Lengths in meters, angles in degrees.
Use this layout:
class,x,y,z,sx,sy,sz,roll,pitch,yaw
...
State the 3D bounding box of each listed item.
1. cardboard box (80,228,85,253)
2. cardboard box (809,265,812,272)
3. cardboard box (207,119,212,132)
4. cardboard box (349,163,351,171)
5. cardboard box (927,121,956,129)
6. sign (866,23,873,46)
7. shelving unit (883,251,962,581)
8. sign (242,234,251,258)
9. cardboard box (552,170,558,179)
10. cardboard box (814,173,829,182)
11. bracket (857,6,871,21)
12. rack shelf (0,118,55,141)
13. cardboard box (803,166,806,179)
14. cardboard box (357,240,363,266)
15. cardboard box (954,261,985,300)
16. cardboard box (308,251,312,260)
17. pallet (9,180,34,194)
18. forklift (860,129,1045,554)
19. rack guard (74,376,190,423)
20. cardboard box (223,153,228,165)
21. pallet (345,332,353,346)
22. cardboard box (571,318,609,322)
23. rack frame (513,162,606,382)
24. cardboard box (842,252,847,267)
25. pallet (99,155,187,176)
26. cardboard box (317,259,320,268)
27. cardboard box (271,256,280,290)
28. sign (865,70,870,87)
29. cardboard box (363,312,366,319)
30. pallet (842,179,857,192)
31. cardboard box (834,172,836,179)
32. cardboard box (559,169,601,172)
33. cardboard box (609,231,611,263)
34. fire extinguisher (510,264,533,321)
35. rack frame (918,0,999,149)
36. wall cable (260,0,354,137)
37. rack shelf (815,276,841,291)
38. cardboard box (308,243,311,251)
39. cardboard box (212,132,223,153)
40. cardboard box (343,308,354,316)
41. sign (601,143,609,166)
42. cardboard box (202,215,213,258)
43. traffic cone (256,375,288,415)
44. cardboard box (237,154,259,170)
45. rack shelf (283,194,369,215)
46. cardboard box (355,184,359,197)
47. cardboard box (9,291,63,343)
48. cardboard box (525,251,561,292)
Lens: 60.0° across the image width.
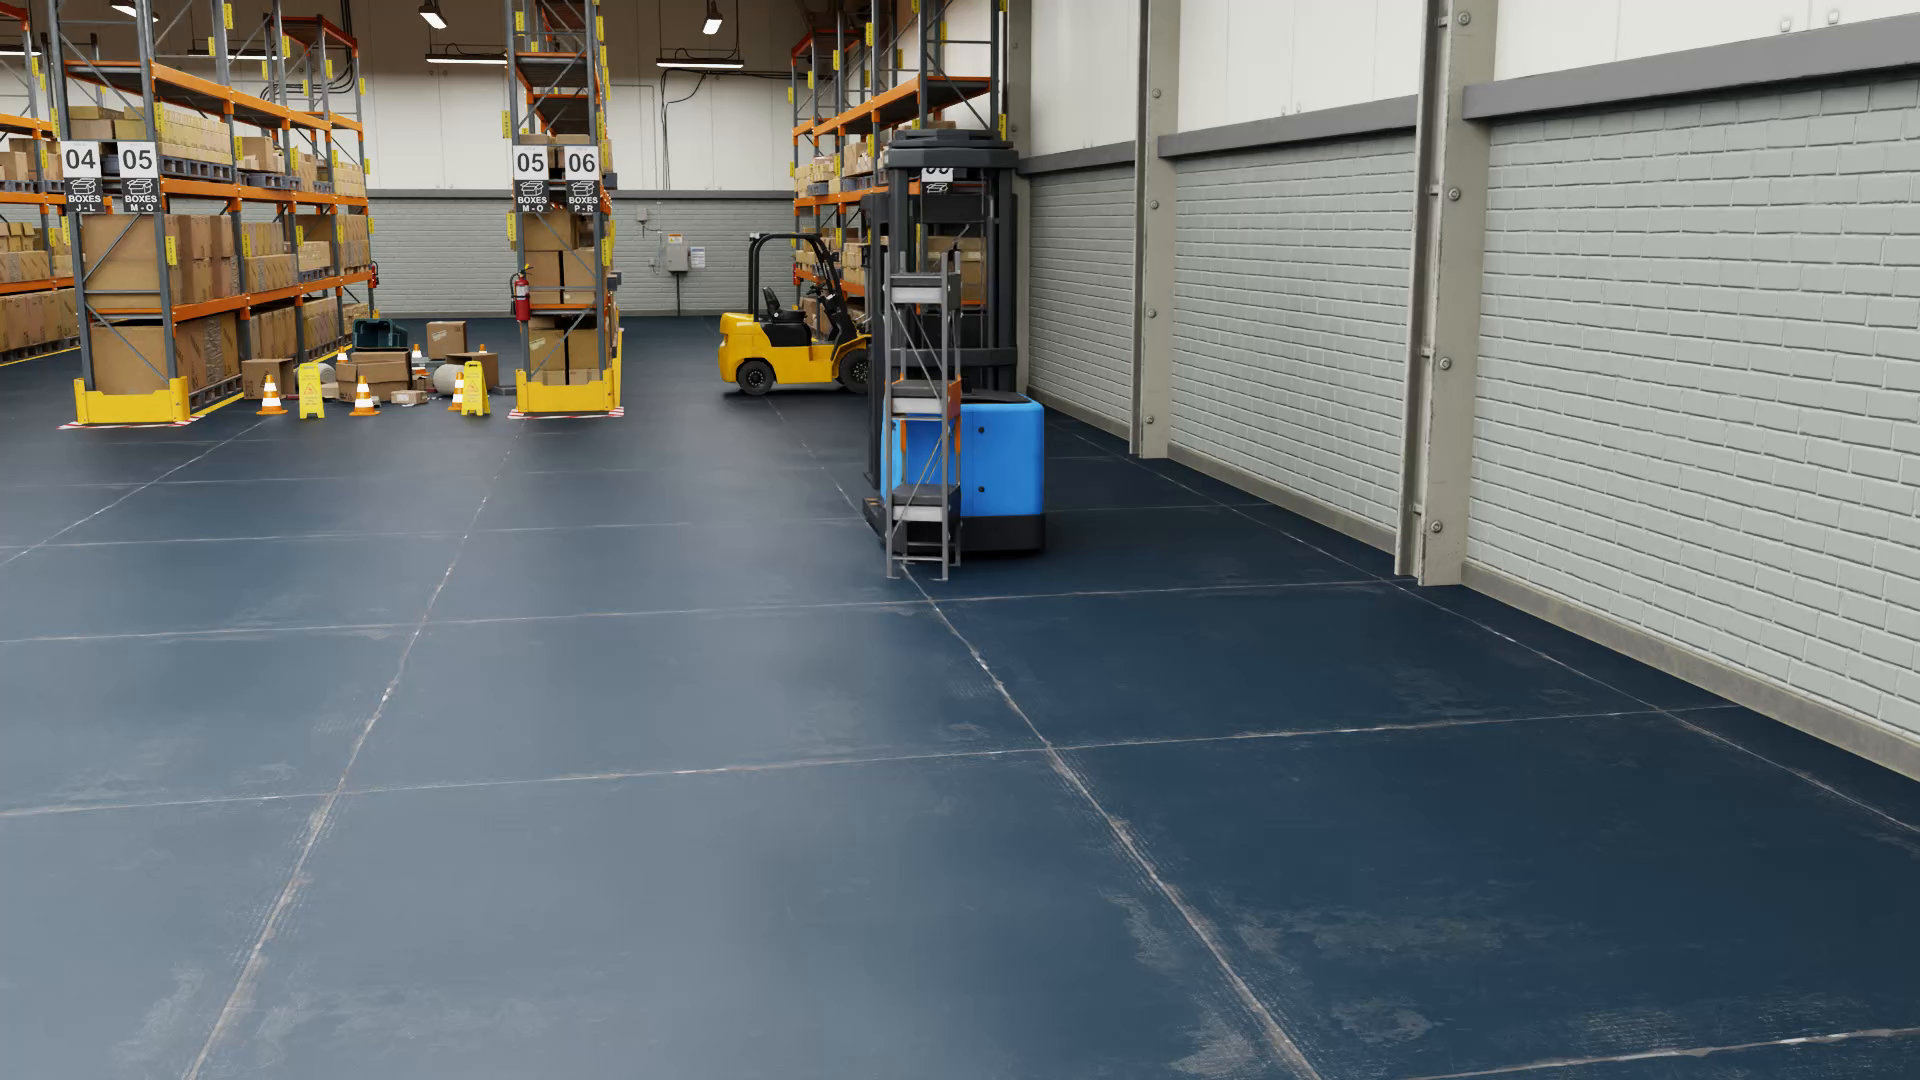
class,x,y,z,sx,sy,sz,roll,pitch,yaw
cardboard box,-17.363,-6.016,33.381,0.500,0.500,0.500,-2,11,-10
cardboard box,-2.906,-5.577,34.149,0.380,0.149,0.250,-2,11,-12
cardboard box,-9.915,-5.372,21.523,0.380,0.149,0.250,-2,11,-11
cardboard box,-12.259,-7.372,32.879,0.380,0.149,0.250,-2,11,-10
cardboard box,-0.339,-5.112,21.353,0.500,0.500,0.500,-2,11,-9
sign,-1.322,-7.418,24.395,0.100,0.325,0.005,-2,11,-11
shelving unit,-0.236,-0.816,10.865,0.431,2.100,0.503,2,11,9
sign,-9.952,-4.100,23.190,0.100,0.325,0.005,-2,11,-11
cardboard box,-5.309,-4.629,21.146,0.380,0.149,0.250,-2,11,-11
cardboard box,-2.553,-6.858,31.464,0.380,0.149,0.250,-2,11,-10
bracket,-1.867,-10.250,32.353,0.235,0.232,0.430,-2,11,-11
rack shelf,-17.326,-7.685,31.500,1.077,0.370,4.000,-2,11,-11
cardboard box,-2.986,-7.619,34.448,0.500,0.250,0.500,-2,11,-9
cardboard box,-12.287,-5.752,33.329,0.500,0.500,0.500,-2,11,-11
cardboard box,0.162,-3.412,21.833,0.500,0.500,0.500,-2,11,-9
cardboard box,-11.423,-4.910,28.727,0.380,0.149,0.250,-2,11,-12
pallet,-16.710,-6.134,28.893,0.805,0.209,1.217,-3,11,-13
forklift,-0.160,-1.572,12.618,1.130,2.935,3.031,-2,11,-9
rack guard,-9.714,-1.650,19.527,1.175,0.500,0.348,-2,11,-11
cardboard box,-10.063,-5.120,22.333,0.380,0.149,0.250,-2,11,-10
pallet,-12.218,-3.835,31.781,1.003,0.211,1.213,-2,11,-11
cardboard box,-5.181,-2.846,23.353,0.500,0.500,0.500,-2,11,-10
rack frame,-4.882,-3.081,20.360,1.000,3.000,0.127,-2,11,-11
cardboard box,-1.748,-4.810,28.509,0.500,0.250,0.500,-2,11,-11
pallet,-9.873,-4.448,19.757,1.003,0.211,1.213,-2,11,-11
cardboard box,-11.575,-4.910,29.520,0.380,0.149,0.250,-3,11,-13
cardboard box,-10.627,-4.049,25.178,0.500,0.500,0.500,-2,11,-10
sign,-1.805,-8.968,32.323,0.100,0.325,0.005,-2,11,-11
cardboard box,-12.345,-4.587,33.979,0.380,0.149,0.250,-3,11,-13
pallet,-1.351,-5.989,28.121,1.213,0.211,1.003,-2,11,-8
cardboard box,-2.100,-6.618,30.257,0.380,0.149,0.250,-2,11,-9
cardboard box,-4.932,-4.915,21.581,0.500,0.250,0.500,-2,11,-9
cardboard box,-5.867,-4.689,26.625,0.500,0.500,0.500,-3,11,-15
fire extinguisher,-5.312,-3.005,20.169,0.296,0.674,0.183,-2,11,-11
rack frame,-0.014,-6.209,20.751,1.000,3.000,0.127,-2,11,-11
wall cable,-15.434,-11.345,39.129,2.277,5.999,0.120,-2,11,-11
rack shelf,-1.959,-4.743,31.015,1.077,0.370,4.000,-2,11,-11
cardboard box,-11.431,-5.057,28.703,0.380,0.149,0.250,-2,11,-9
cardboard box,-10.051,-5.243,21.915,0.500,0.250,0.500,-2,11,-11
cardboard box,-12.051,-4.446,32.442,0.380,0.149,0.250,-2,11,-10
sign,-5.130,-5.563,23.996,0.100,0.325,0.005,-2,11,-11
cardboard box,-10.267,-3.950,21.640,0.875,0.550,0.550,-2,11,-11
traffic cone,-8.429,-1.785,20.337,0.336,0.463,0.334,-2,11,-11
cardboard box,-10.652,-5.630,24.698,0.396,0.266,0.258,-2,11,-11
rack shelf,-12.441,-6.570,32.594,1.077,0.370,4.000,-2,11,-11
cardboard box,-12.293,-6.958,33.109,0.500,0.250,0.500,-2,11,-9
cardboard box,-16.793,-3.967,29.576,1.225,0.875,0.875,-2,11,-11
cardboard box,-5.258,-3.365,20.793,0.500,0.500,0.500,-2,11,-12
